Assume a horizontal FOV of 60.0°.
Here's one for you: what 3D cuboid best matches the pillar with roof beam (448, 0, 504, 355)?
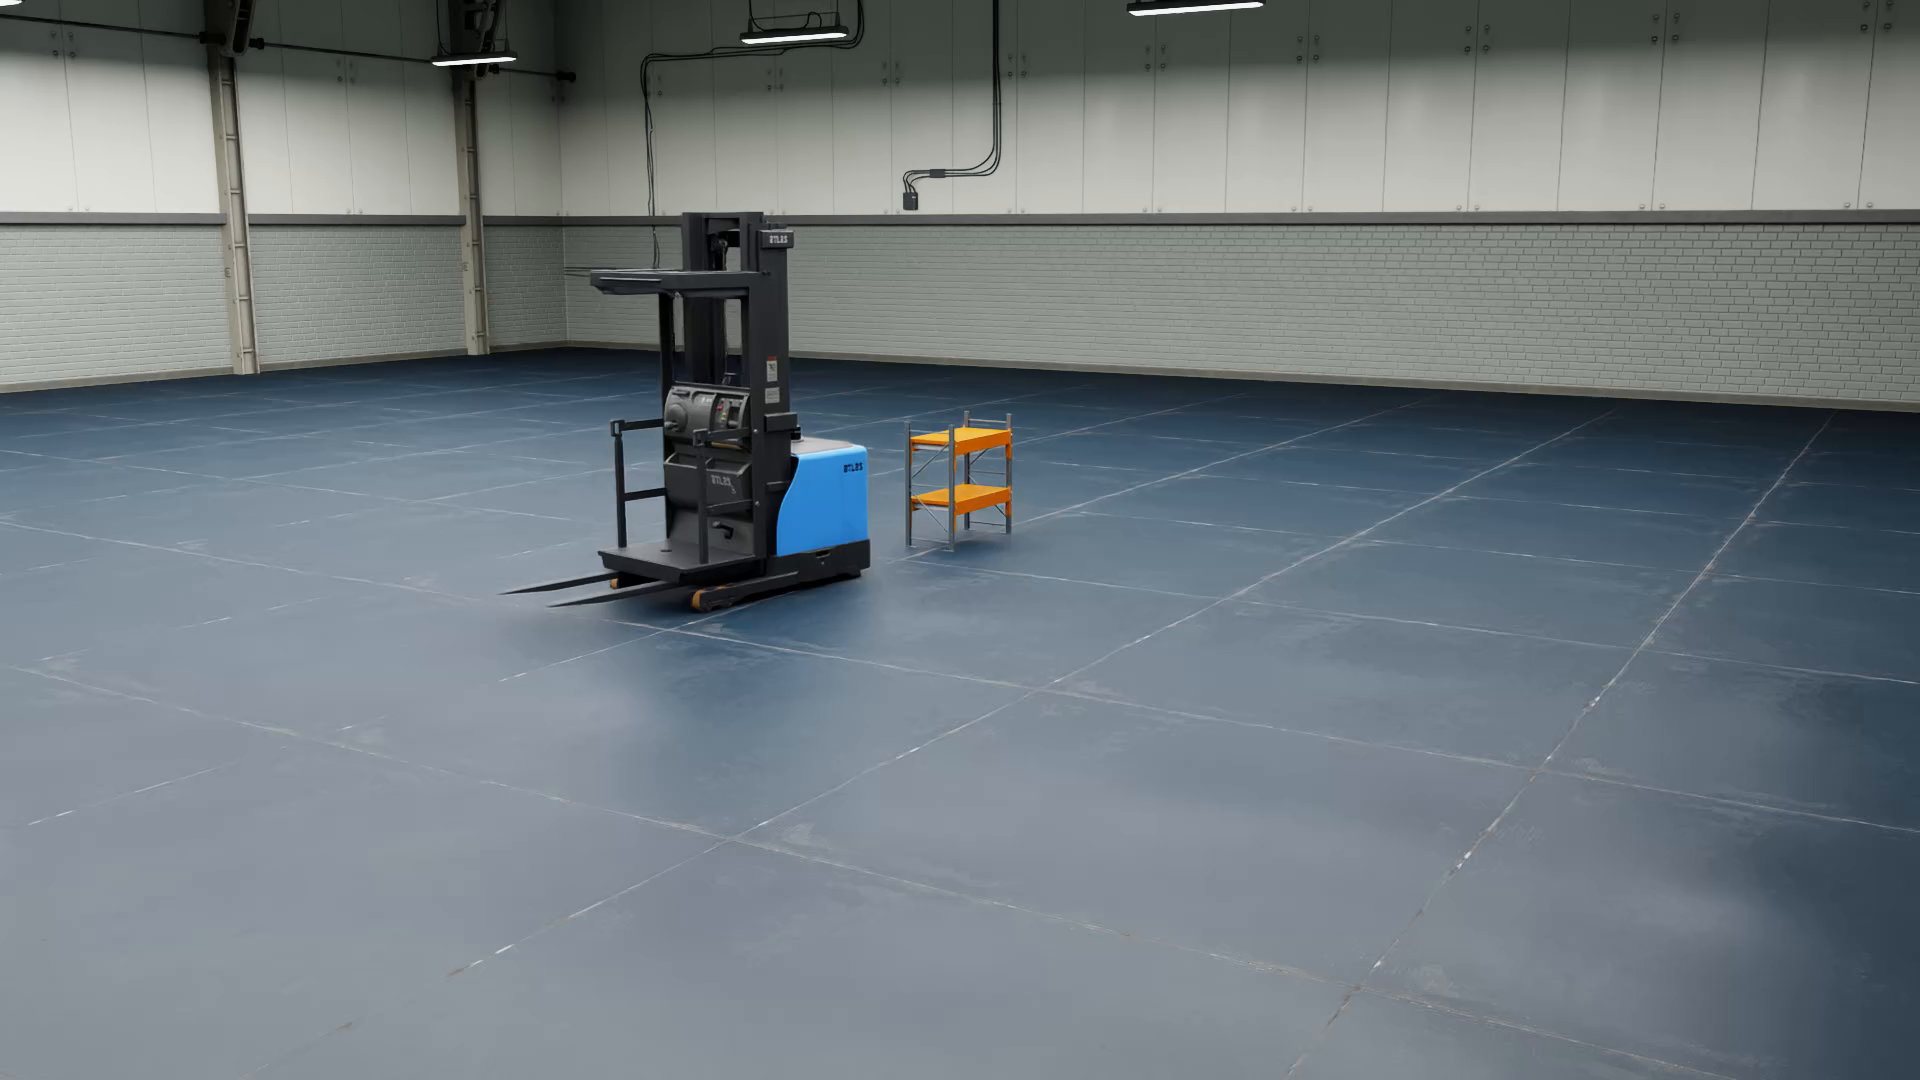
[{"bbox_3d":[-7.273,-8.238,34.799,9.100,9.000,0.548,6,12,31],"label":"pillar with roof beam"}]

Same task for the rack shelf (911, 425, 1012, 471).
[{"bbox_3d":[-0.004,-0.840,15.087,0.538,0.278,1.000,6,12,31],"label":"rack shelf"}]

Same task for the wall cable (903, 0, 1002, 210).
[{"bbox_3d":[-0.187,-9.748,33.625,2.305,6.003,0.169,6,12,31],"label":"wall cable"}]

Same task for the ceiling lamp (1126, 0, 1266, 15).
[{"bbox_3d":[3.451,-9.076,23.414,2.000,3.185,0.800,6,12,31],"label":"ceiling lamp"}]

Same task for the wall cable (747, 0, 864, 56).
[{"bbox_3d":[-3.335,-11.624,35.238,3.097,2.526,0.112,6,12,31],"label":"wall cable"}]

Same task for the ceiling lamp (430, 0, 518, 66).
[{"bbox_3d":[-8.899,-10.457,30.788,2.000,3.185,0.800,6,12,31],"label":"ceiling lamp"}]

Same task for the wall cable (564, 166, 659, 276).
[{"bbox_3d":[-8.292,-7.460,39.081,3.097,2.526,0.112,6,12,31],"label":"wall cable"}]

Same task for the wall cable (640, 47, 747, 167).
[{"bbox_3d":[-5.980,-9.684,37.236,3.097,2.526,0.112,6,12,31],"label":"wall cable"}]

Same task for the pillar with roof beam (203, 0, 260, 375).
[{"bbox_3d":[-10.388,-7.294,29.758,9.100,9.000,0.548,6,12,31],"label":"pillar with roof beam"}]

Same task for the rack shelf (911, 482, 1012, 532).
[{"bbox_3d":[-0.004,-0.311,15.186,0.538,0.278,1.000,6,12,31],"label":"rack shelf"}]

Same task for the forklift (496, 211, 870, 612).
[{"bbox_3d":[-2.096,-1.009,12.673,1.130,2.935,3.031,9,14,41],"label":"forklift"}]

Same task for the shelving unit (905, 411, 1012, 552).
[{"bbox_3d":[-0.004,-0.552,15.141,0.538,1.125,1.048,6,12,31],"label":"shelving unit"}]

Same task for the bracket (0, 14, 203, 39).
[{"bbox_3d":[-15.317,-8.970,28.930,0.076,0.066,4.783,6,12,31],"label":"bracket"}]

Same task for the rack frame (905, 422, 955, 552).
[{"bbox_3d":[-0.267,-0.472,14.714,0.500,1.125,0.032,6,12,31],"label":"rack frame"}]

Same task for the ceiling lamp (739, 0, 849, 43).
[{"bbox_3d":[-2.583,-9.751,27.017,2.000,3.185,0.800,6,12,31],"label":"ceiling lamp"}]

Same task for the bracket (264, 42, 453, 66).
[{"bbox_3d":[-12.202,-9.914,33.970,0.076,0.066,4.783,6,12,31],"label":"bracket"}]

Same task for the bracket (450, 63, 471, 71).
[{"bbox_3d":[-10.864,-10.319,36.134,0.235,0.232,0.430,6,12,31],"label":"bracket"}]

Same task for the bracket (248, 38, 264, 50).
[{"bbox_3d":[-13.548,-9.506,31.791,0.235,0.232,0.430,6,12,31],"label":"bracket"}]

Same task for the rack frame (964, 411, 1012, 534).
[{"bbox_3d":[0.260,-0.632,15.568,0.500,1.125,0.032,6,12,31],"label":"rack frame"}]

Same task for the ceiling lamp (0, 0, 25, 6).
[{"bbox_3d":[-13.629,-9.024,23.135,2.000,3.185,0.800,6,12,31],"label":"ceiling lamp"}]

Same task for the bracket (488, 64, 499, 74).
[{"bbox_3d":[-10.433,-10.450,36.832,0.235,0.232,0.430,6,12,31],"label":"bracket"}]

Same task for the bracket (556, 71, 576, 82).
[{"bbox_3d":[-9.203,-10.823,38.823,0.235,0.232,0.430,6,12,31],"label":"bracket"}]

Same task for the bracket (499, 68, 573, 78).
[{"bbox_3d":[-9.509,-10.730,38.326,0.076,0.066,3.189,6,12,31],"label":"bracket"}]

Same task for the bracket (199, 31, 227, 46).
[{"bbox_3d":[-13.979,-9.376,31.094,0.235,0.232,0.430,6,12,31],"label":"bracket"}]
